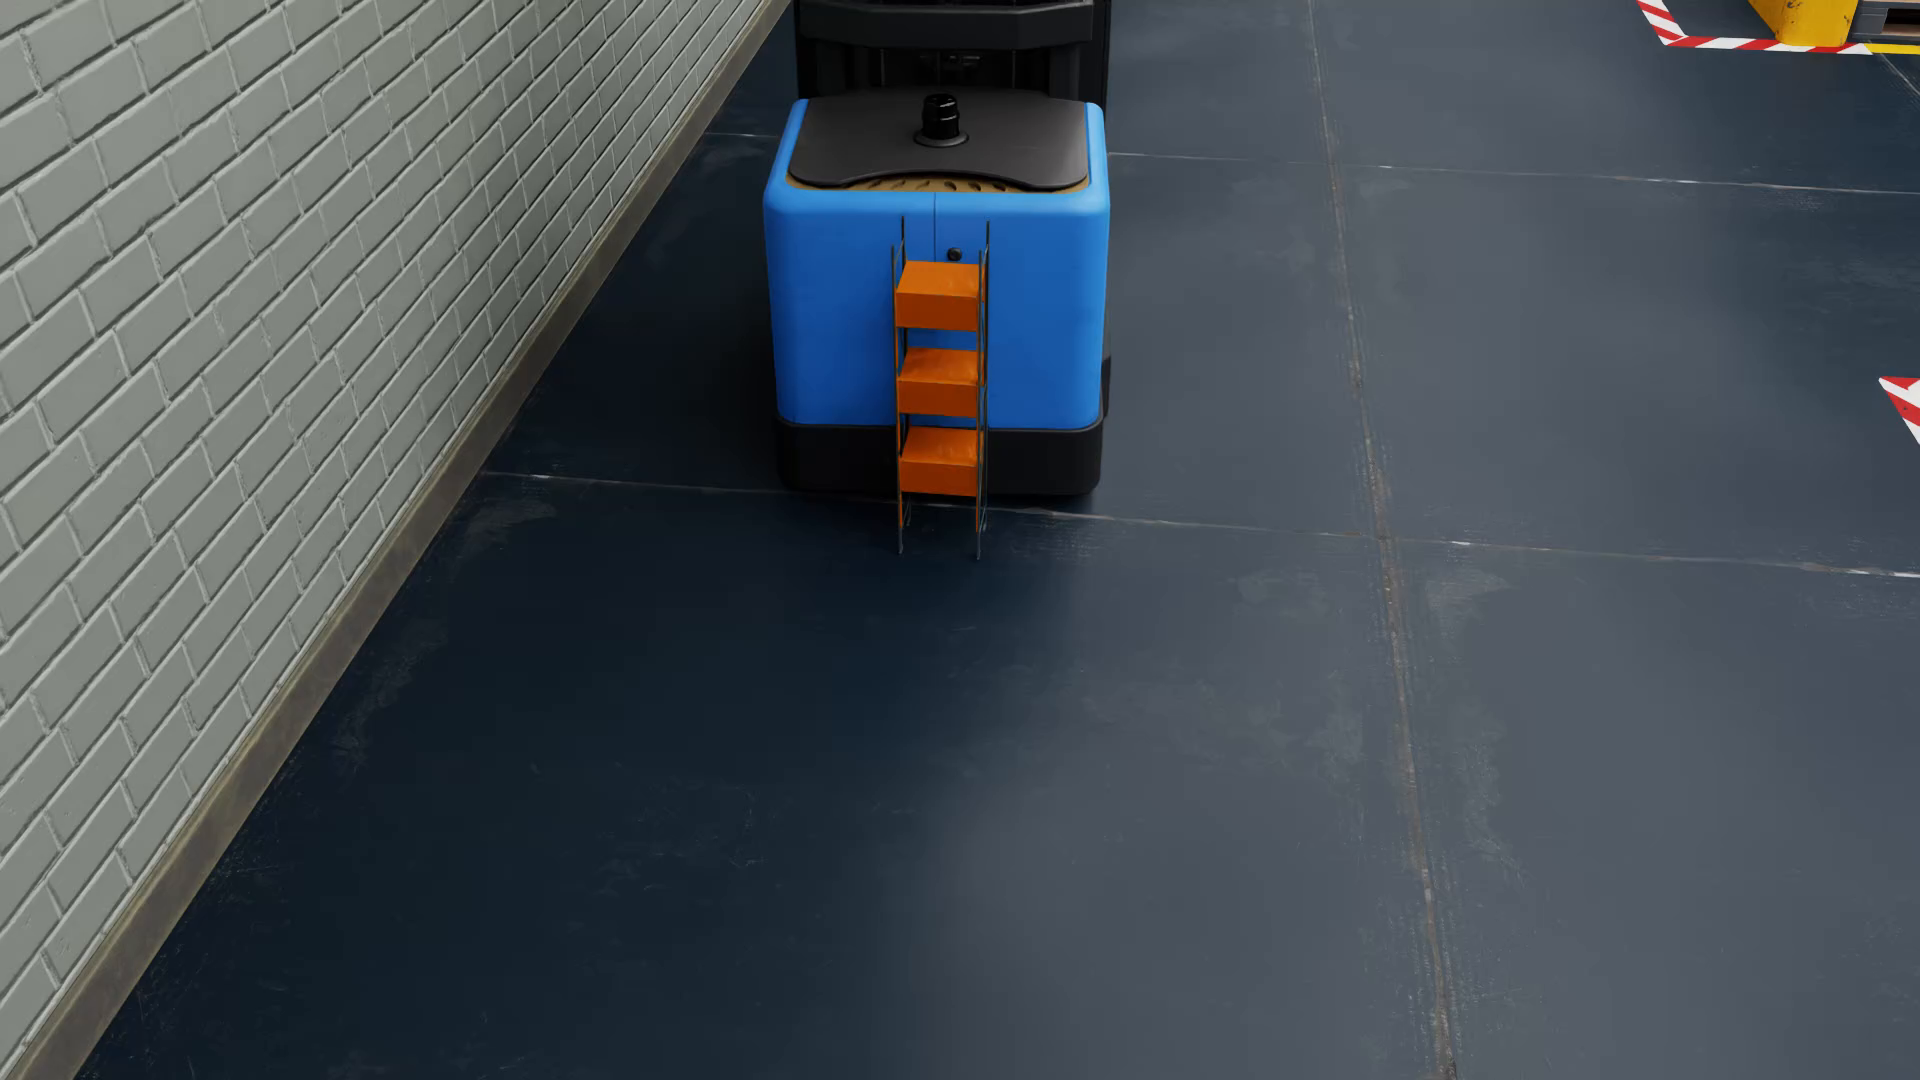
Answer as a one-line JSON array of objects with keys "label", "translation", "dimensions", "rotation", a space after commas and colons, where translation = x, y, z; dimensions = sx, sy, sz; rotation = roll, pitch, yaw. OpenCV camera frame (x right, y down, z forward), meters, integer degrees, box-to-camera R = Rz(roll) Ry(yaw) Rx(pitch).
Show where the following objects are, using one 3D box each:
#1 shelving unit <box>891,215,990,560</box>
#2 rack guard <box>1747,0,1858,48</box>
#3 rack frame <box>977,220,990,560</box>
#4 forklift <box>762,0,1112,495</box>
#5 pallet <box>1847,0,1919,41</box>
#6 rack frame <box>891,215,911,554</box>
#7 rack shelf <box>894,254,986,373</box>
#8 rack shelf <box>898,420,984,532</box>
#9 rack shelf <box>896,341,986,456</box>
[{"label": "shelving unit", "translation": [-0.053, -0.431, 4.951], "dimensions": [0.252, 1.050, 0.215], "rotation": [4, 36, 6]}, {"label": "rack guard", "translation": [4.691, -3.206, 9.312], "dimensions": [0.348, 0.500, 1.175], "rotation": [4, 36, 6]}, {"label": "rack frame", "translation": [0.068, -0.422, 4.938], "dimensions": [0.008, 1.050, 0.200], "rotation": [4, 36, 6]}, {"label": "forklift", "translation": [-0.016, -2.165, 5.760], "dimensions": [1.130, 2.935, 3.031], "rotation": [1, 36, 2]}, {"label": "pallet", "translation": [5.518, -3.072, 9.373], "dimensions": [1.213, 0.211, 1.003], "rotation": [4, 36, 6]}, {"label": "rack frame", "translation": [-0.174, -0.440, 4.963], "dimensions": [0.008, 1.050, 0.200], "rotation": [4, 36, 6]}, {"label": "rack shelf", "translation": [-0.053, -0.654, 4.792], "dimensions": [0.240, 0.259, 0.215], "rotation": [4, 36, 6]}, {"label": "rack shelf", "translation": [-0.053, -0.196, 5.118], "dimensions": [0.240, 0.259, 0.215], "rotation": [4, 36, 6]}, {"label": "rack shelf", "translation": [-0.053, -0.423, 4.957], "dimensions": [0.240, 0.259, 0.215], "rotation": [4, 36, 6]}]
